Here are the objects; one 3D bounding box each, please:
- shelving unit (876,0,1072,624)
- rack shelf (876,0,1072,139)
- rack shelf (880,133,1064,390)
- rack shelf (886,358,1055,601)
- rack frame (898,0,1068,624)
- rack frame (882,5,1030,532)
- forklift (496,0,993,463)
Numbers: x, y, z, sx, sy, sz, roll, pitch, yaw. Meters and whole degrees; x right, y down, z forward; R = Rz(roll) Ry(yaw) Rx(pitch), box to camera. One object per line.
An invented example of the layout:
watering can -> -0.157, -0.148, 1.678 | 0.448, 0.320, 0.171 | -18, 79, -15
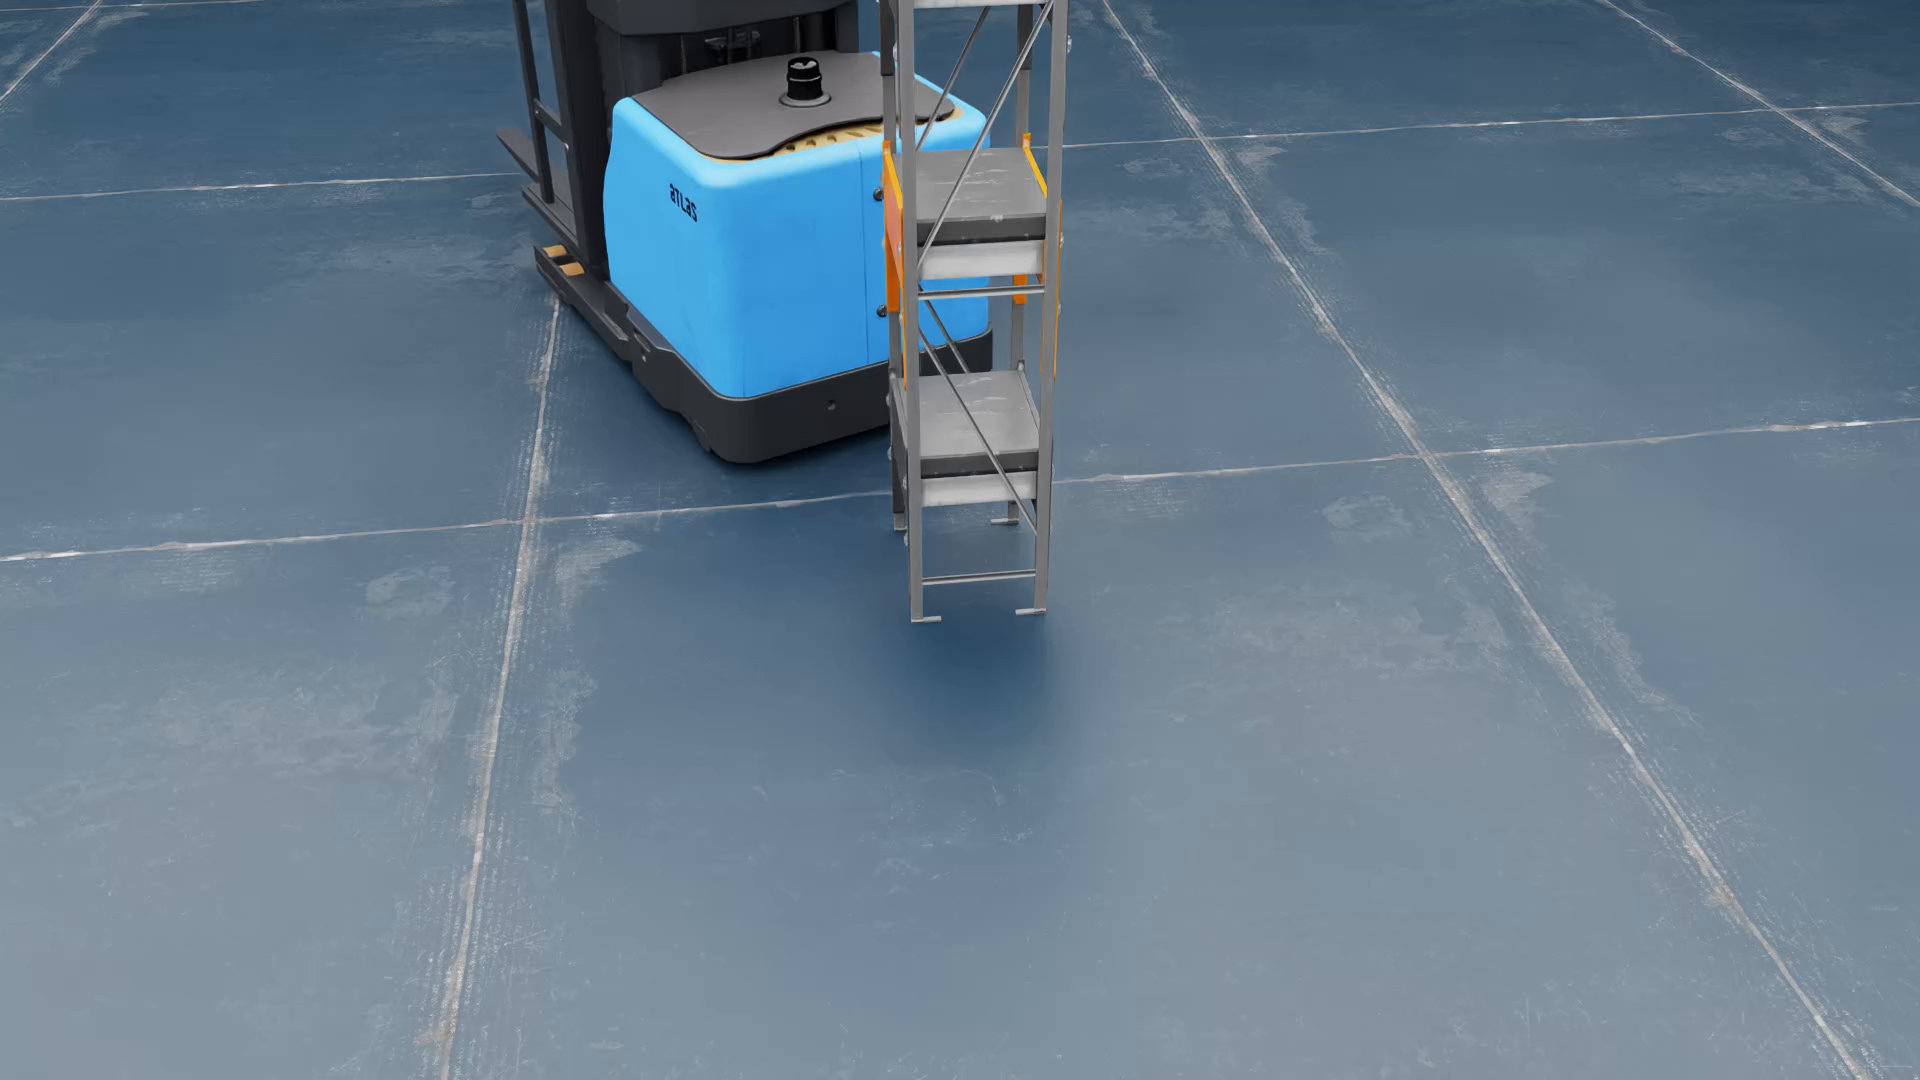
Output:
shelving unit -> 0.022, -0.775, 4.523 | 0.431, 2.100, 0.503 | -4, 35, -6
rack shelf -> 0.022, -1.342, 4.137 | 0.431, 0.518, 0.480 | -4, 35, -6
rack shelf -> 0.022, -0.764, 4.531 | 0.431, 0.518, 0.480 | -4, 35, -6
rack shelf -> 0.022, -0.186, 4.925 | 0.431, 0.518, 0.480 | -4, 35, -6
rack frame -> 0.055, -0.639, 4.323 | 0.400, 2.100, 0.015 | -4, 35, -6
rack frame -> -0.011, -0.911, 4.723 | 0.400, 2.100, 0.015 | -4, 35, -6
forklift -> -1.066, -2.266, 5.973 | 1.130, 2.935, 3.031 | -18, 38, -25
